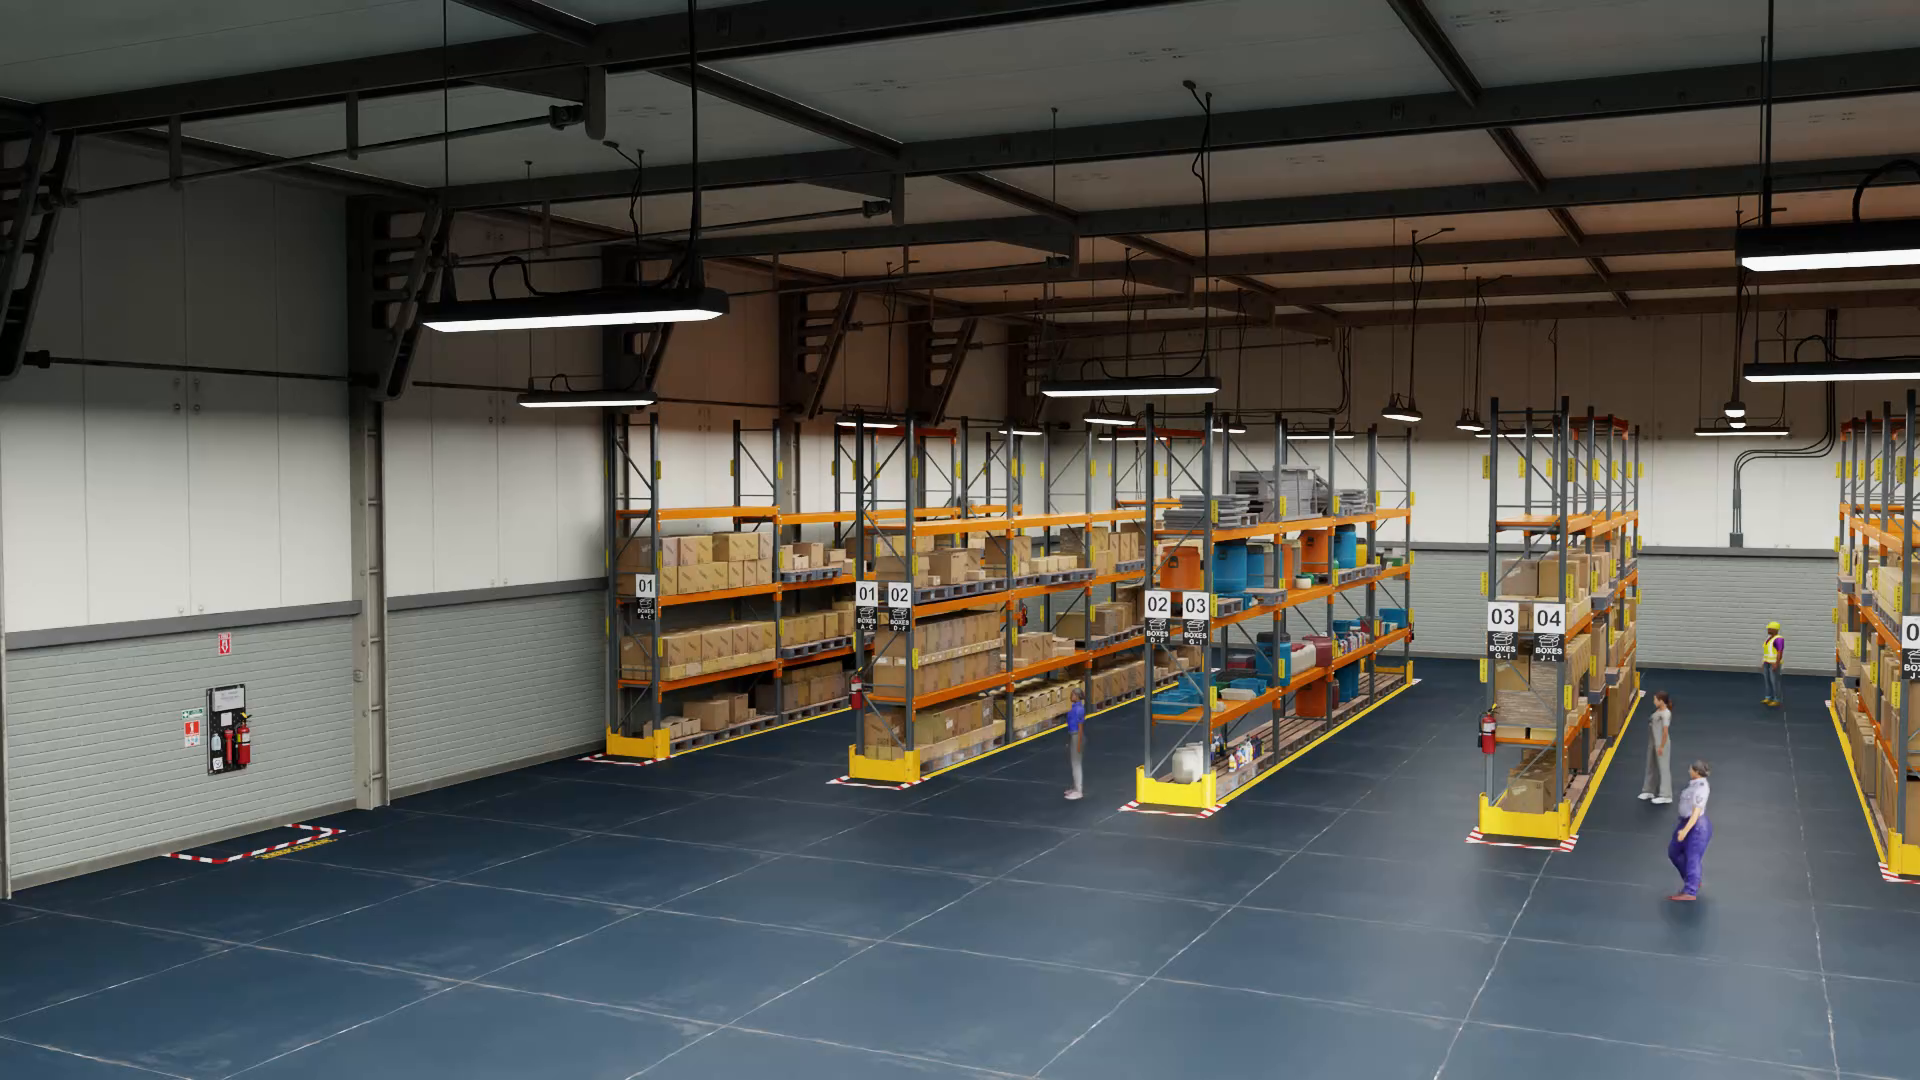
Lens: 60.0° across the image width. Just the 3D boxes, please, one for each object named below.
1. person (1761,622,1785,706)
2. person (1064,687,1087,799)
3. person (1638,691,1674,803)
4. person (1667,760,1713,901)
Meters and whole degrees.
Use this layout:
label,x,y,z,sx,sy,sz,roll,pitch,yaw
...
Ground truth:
label,x,y,z,sx,sy,sz,roll,pitch,yaw
person,17.324,2.637,35.455,0.394,1.782,0.604,0,2,-11
person,1.760,3.100,25.523,0.356,1.675,0.496,0,2,0
person,10.511,3.101,25.097,0.453,1.673,0.502,0,2,-6
person,8.493,3.383,19.358,0.469,1.675,0.523,0,2,3
